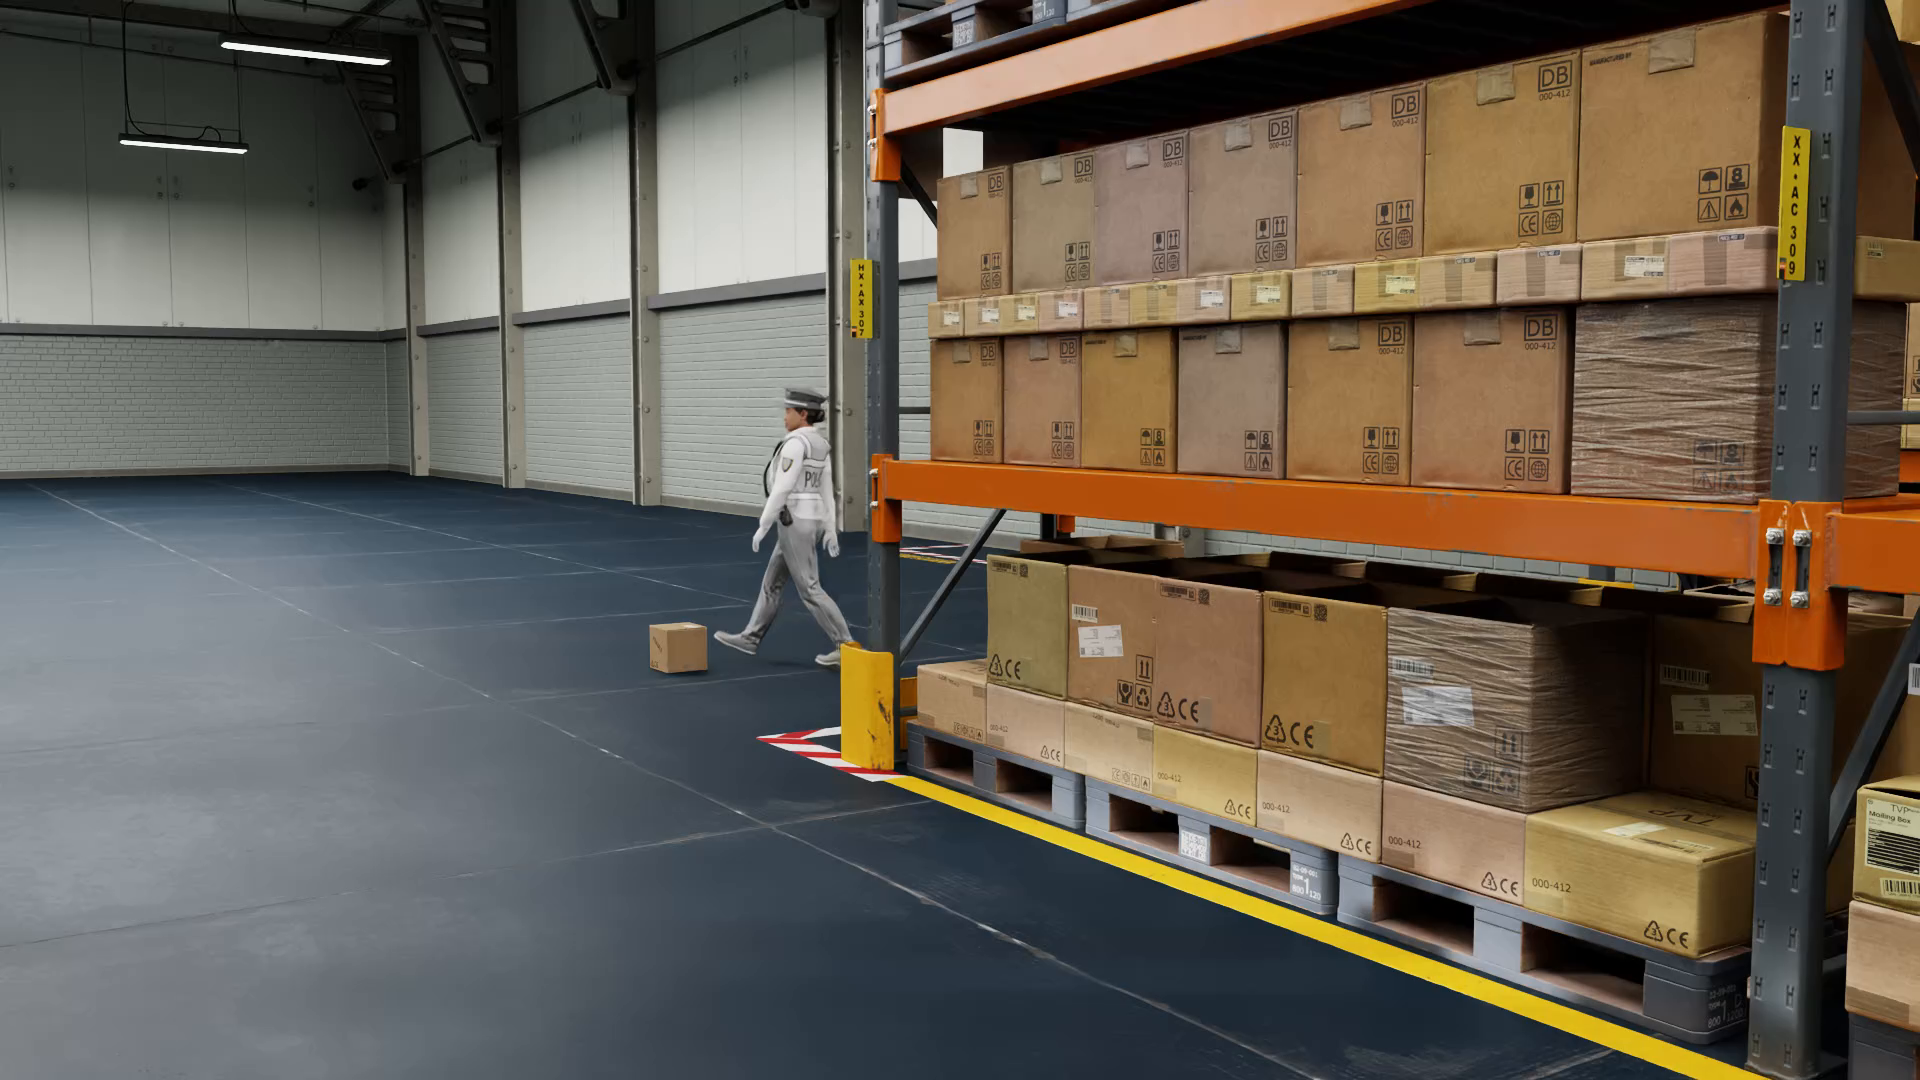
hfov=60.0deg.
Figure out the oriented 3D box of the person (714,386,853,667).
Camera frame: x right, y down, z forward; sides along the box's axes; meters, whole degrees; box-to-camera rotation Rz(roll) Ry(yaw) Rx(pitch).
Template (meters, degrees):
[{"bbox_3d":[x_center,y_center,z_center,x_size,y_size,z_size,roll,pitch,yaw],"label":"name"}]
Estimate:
[{"bbox_3d":[-1.027,-0.089,9.686,1.013,1.607,0.514,1,5,15],"label":"person"}]
